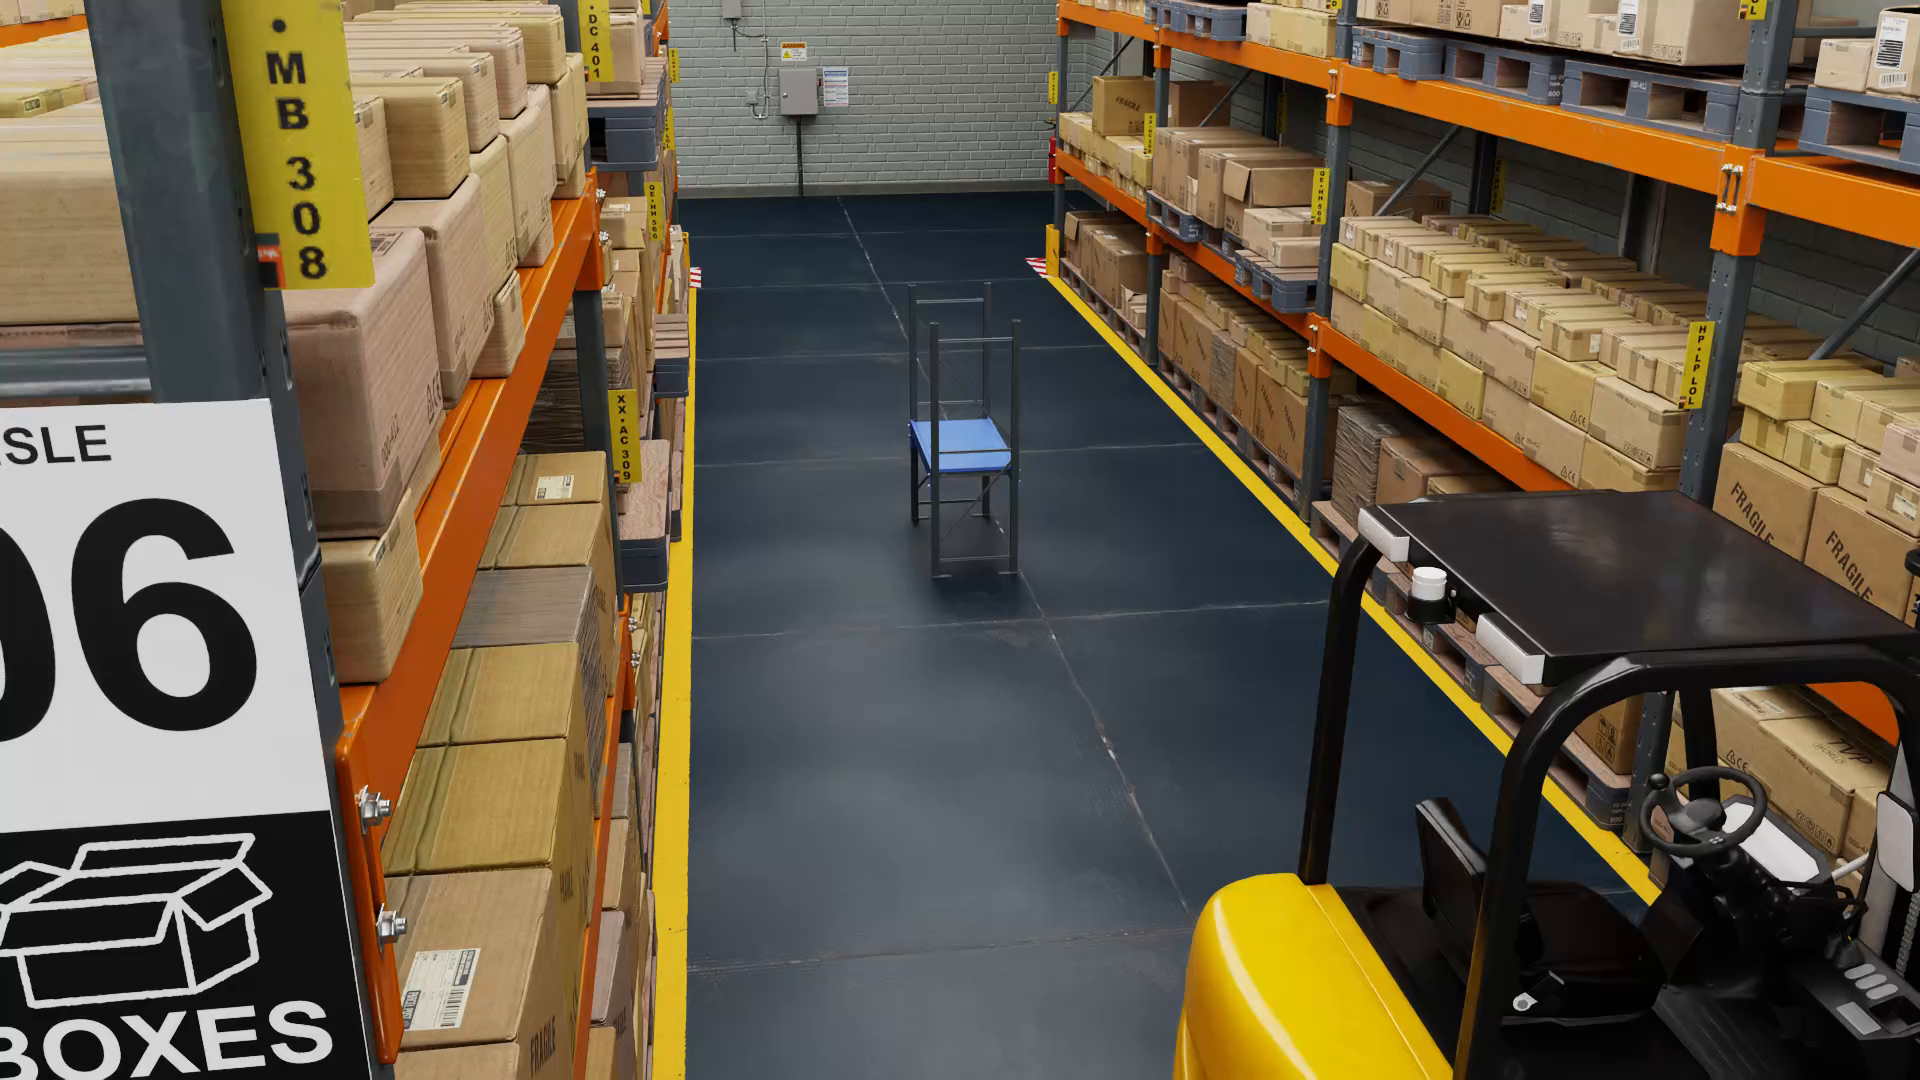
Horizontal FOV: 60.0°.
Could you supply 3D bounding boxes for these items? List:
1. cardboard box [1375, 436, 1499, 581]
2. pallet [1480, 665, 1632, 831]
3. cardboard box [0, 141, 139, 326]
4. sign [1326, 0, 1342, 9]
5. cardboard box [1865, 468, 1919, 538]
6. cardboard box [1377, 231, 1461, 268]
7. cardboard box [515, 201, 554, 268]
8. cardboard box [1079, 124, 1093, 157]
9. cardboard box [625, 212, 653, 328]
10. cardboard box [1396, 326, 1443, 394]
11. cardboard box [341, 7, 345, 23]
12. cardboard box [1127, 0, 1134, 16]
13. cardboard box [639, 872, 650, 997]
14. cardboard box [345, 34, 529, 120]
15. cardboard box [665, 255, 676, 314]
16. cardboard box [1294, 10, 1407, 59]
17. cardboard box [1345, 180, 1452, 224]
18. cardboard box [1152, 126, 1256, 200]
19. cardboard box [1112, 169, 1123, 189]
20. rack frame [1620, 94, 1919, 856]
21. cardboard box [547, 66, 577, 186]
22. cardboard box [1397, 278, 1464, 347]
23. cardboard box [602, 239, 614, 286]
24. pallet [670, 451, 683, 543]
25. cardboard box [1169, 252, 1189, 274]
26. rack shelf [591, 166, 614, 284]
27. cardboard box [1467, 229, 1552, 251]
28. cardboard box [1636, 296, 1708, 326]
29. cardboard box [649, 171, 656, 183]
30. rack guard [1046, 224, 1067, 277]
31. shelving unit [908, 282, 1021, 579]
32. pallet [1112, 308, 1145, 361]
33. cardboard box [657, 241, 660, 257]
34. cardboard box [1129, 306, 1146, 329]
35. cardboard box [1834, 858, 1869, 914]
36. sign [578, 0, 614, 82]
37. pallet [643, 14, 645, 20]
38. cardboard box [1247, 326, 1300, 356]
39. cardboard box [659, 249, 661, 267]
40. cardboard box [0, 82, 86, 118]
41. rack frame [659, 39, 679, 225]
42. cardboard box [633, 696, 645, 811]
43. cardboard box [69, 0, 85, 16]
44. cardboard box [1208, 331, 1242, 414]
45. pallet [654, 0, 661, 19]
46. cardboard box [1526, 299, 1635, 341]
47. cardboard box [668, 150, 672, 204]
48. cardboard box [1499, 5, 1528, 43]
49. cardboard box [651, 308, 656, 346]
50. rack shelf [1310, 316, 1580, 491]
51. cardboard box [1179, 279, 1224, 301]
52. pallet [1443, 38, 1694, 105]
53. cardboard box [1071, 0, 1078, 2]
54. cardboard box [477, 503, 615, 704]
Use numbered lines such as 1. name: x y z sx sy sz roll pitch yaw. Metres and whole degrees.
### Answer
1. cardboard box: 2.841 -0.192 9.236 0.875 0.625 0.625 -2 21 -6
2. pallet: 3.094 0.888 7.536 1.003 0.211 1.213 -3 21 -8
3. cardboard box: -0.945 -0.323 1.726 0.380 0.149 0.250 -3 21 -8
4. sign: 2.125 -3.171 9.392 0.100 0.325 0.005 -3 21 -8
5. cardboard box: 3.091 -0.125 5.193 0.380 0.149 0.250 -2 21 -7
6. cardboard box: 2.519 -1.595 9.131 0.380 0.149 0.250 -2 21 -6
7. cardboard box: -1.191 -0.750 4.009 0.380 0.149 0.250 -2 21 -6
8. cardboard box: 1.457 -3.868 16.075 0.500 0.250 0.500 -3 21 -9
9. cardboard box: -1.823 -1.359 8.401 0.500 0.500 0.500 -3 21 -9
10. cardboard box: 2.633 -0.961 8.717 0.500 0.250 0.500 -4 21 -10
11. cardboard box: -1.883 -1.360 4.504 0.380 0.149 0.250 -2 21 -6
12. cardboard box: 1.649 -4.596 14.305 0.380 0.149 0.250 -3 21 -8
13. cardboard box: -1.321 1.369 5.593 0.500 0.250 0.500 -2 21 -5
14. cardboard box: -1.092 -0.944 3.388 0.380 0.149 0.250 -3 21 -7
15. cardboard box: -2.657 -1.674 12.848 0.875 0.875 0.875 -2 21 -6
16. cardboard box: 2.348 -3.050 10.023 0.500 0.250 0.500 -4 21 -10
17. cardboard box: 2.743 -1.980 10.486 0.500 0.500 0.500 -2 21 -5
18. cardboard box: 1.934 -3.000 13.217 0.700 0.500 0.500 -2 21 -6
19. cardboard box: 1.594 -3.272 15.048 0.380 0.149 0.250 -3 21 -9
20. rack frame: 3.239 -0.165 6.371 1.000 3.000 0.127 -3 21 -8
21. cardboard box: -1.268 -1.073 4.305 0.500 0.250 0.500 -3 21 -9
22. cardboard box: 2.613 -1.192 8.621 0.500 0.250 0.500 -3 21 -9
23. cardboard box: -1.648 -1.152 6.917 0.380 0.149 0.250 -2 21 -5
24. pallet: -2.288 -0.269 10.634 1.003 0.211 1.213 -3 21 -8
25. cardboard box: 1.934 -2.269 13.625 0.380 0.149 0.250 -3 21 -9
26. rack shelf: -1.960 -1.674 7.152 1.077 0.370 4.000 -3 21 -8
27. cardboard box: 3.035 -1.621 9.198 0.380 0.149 0.250 -3 21 -8
28. cardboard box: 3.311 -1.005 7.550 0.380 0.149 0.250 -3 21 -8
29. cardboard box: -2.218 -2.348 10.643 0.500 0.500 0.500 -2 21 -6
30. rack guard: 1.520 -3.123 17.862 1.175 0.500 0.348 -3 21 -8
31. shelving unit: 0.012 -0.673 9.875 0.538 1.500 1.048 -3 21 -8
32. pallet: 1.988 -1.866 14.912 1.003 0.211 1.213 -3 21 -8
33. cardboard box: -2.210 -2.002 10.790 0.500 0.250 0.500 -3 21 -8
34. cardboard box: 1.715 -1.974 14.689 0.380 0.149 0.250 -4 21 -9
35. cardboard box: 3.139 1.224 5.267 0.500 0.250 0.500 -3 21 -8
36. sign: -1.136 -1.591 5.162 0.100 0.325 0.005 -3 21 -8
37. pallet: -2.644 -3.684 11.779 0.805 0.209 1.217 -4 21 -10
38. cardboard box: 2.247 -1.404 11.734 0.380 0.149 0.250 -3 21 -9
39. cardboard box: -2.306 -1.940 11.337 0.500 0.250 0.500 -3 21 -8
40. cardboard box: -1.476 -0.561 2.363 0.380 0.149 0.250 -3 21 -7
41. rack frame: -3.402 -4.068 16.821 1.000 3.000 0.127 -3 21 -8
42. cardboard box: -1.750 0.939 6.569 0.950 0.372 0.625 -3 21 -7
43. cardboard box: -7.819 -4.626 14.241 0.500 0.250 0.500 -2 21 -5
44. cardboard box: 2.156 -1.245 12.235 0.500 0.500 0.500 -4 21 -10
45. pallet: -2.933 -4.331 13.364 1.003 0.211 1.213 -3 21 -8
46. cardboard box: 2.787 -0.977 7.475 0.380 0.149 0.250 -3 21 -9
47. cardboard box: -2.702 -3.080 14.033 0.500 0.500 0.500 -3 21 -7
48. cardboard box: 2.669 -2.329 7.492 0.380 0.149 0.250 -3 21 -8
49. cardboard box: -1.778 -1.102 8.637 0.380 0.149 0.250 -3 21 -8
50. rack shelf: 2.951 -0.520 8.351 1.077 0.370 4.000 -3 21 -8
51. cardboard box: 1.991 -2.035 13.423 0.380 0.149 0.250 -3 21 -9
52. pallet: 3.013 -2.249 7.934 1.003 0.211 1.213 -2 21 -5
53. cardboard box: 1.325 -5.485 16.687 0.380 0.149 0.250 -2 21 -7
54. cardboard box: -1.281 0.220 4.773 0.500 0.500 0.500 -2 21 -6
